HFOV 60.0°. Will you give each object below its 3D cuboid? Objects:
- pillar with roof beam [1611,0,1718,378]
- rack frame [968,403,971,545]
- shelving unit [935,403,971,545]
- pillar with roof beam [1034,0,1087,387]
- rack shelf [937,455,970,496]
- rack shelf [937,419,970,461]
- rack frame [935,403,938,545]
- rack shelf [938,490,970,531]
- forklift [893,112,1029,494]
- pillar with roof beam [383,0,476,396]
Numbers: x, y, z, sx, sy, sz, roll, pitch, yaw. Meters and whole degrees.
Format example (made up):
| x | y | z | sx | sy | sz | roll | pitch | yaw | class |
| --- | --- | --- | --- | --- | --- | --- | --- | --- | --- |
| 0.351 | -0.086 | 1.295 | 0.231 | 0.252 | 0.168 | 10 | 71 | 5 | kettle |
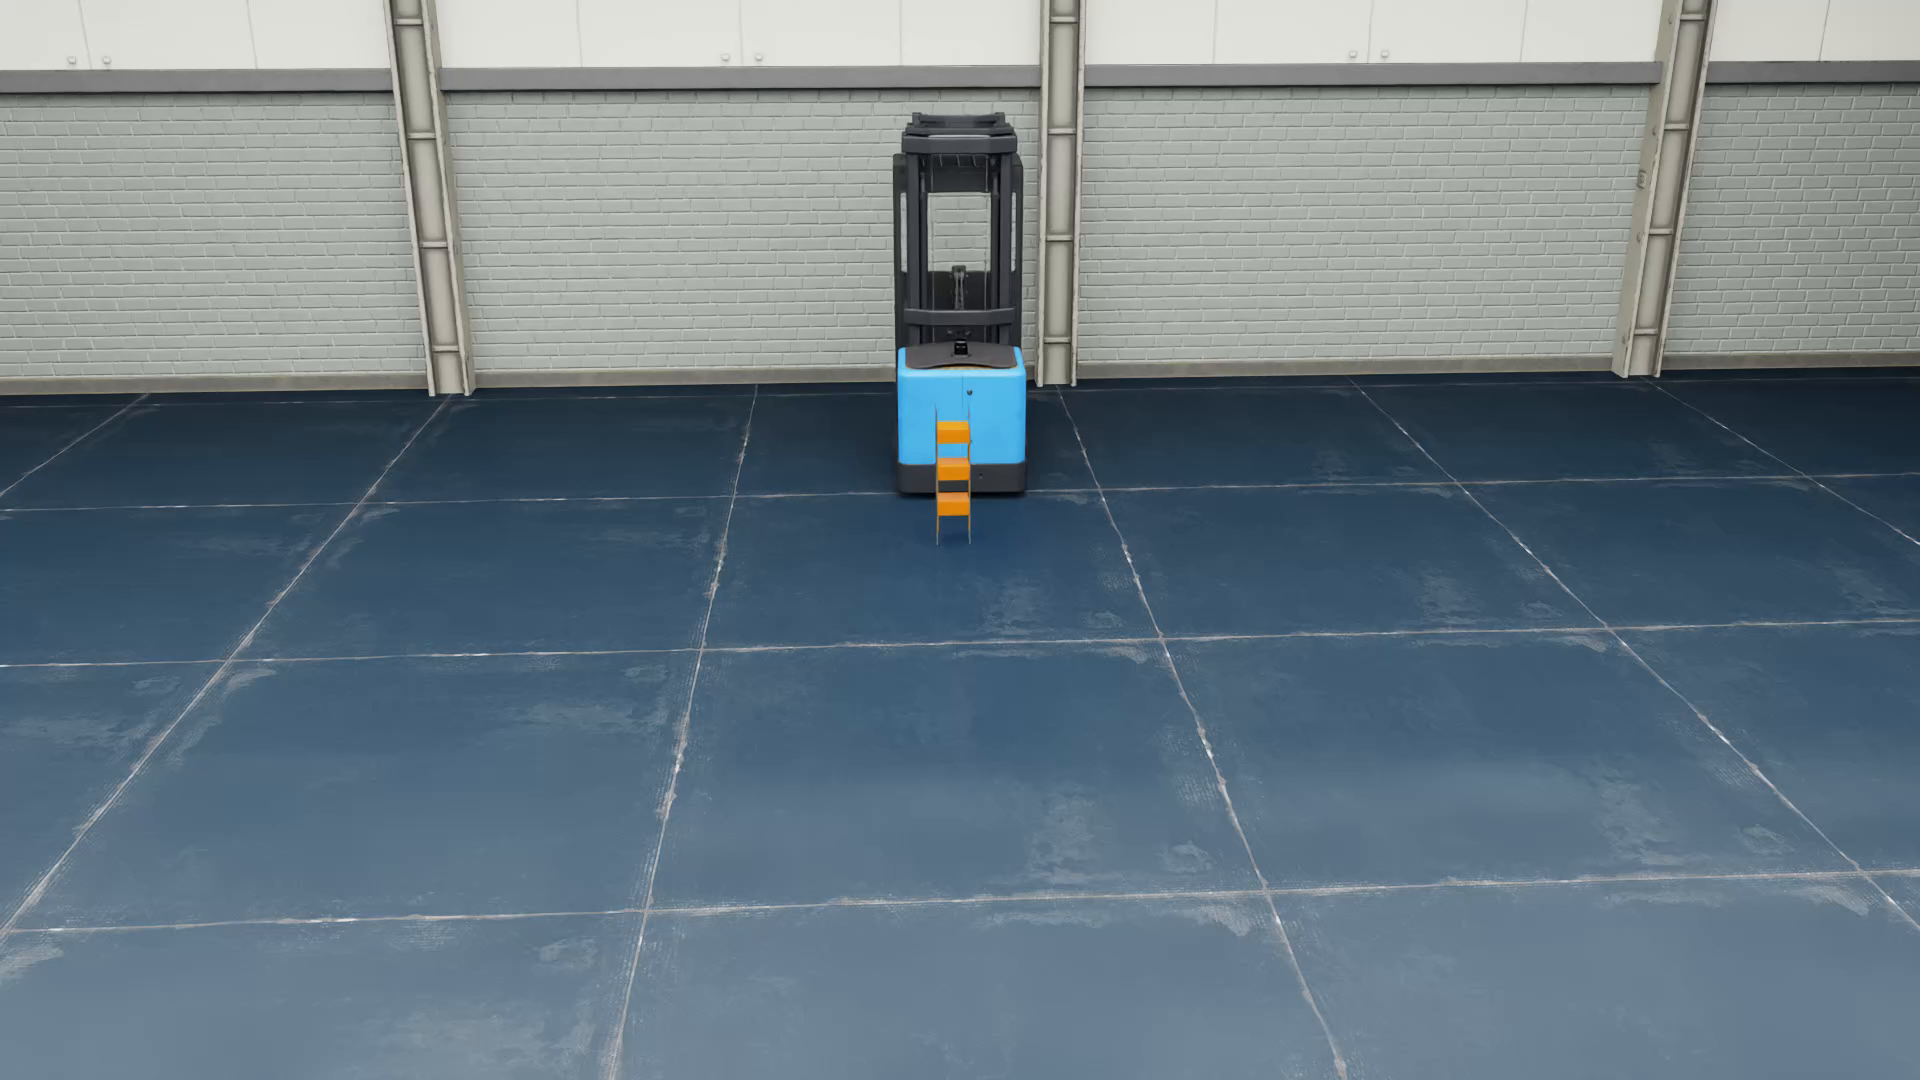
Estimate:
| x | y | z | sx | sy | sz | roll | pitch | yaw | class |
| --- | --- | --- | --- | --- | --- | --- | --- | --- | --- |
| 7.198 | -4.393 | 11.513 | 0.400 | 9.000 | 9.100 | -1 | 21 | -3 | pillar with roof beam |
| 0.068 | -0.492 | 12.438 | 0.008 | 1.050 | 0.200 | -1 | 21 | -3 | rack frame |
| -0.053 | -0.490 | 12.431 | 0.252 | 1.050 | 0.215 | -1 | 21 | -3 | shelving unit |
| 1.208 | -4.271 | 11.193 | 0.400 | 9.000 | 9.100 | -1 | 21 | -3 | pillar with roof beam |
| -0.053 | -0.480 | 12.435 | 0.240 | 0.259 | 0.215 | -1 | 21 | -3 | rack shelf |
| -0.053 | -0.745 | 12.334 | 0.240 | 0.259 | 0.215 | -1 | 21 | -3 | rack shelf |
| -0.175 | -0.487 | 12.425 | 0.008 | 1.050 | 0.200 | -1 | 21 | -3 | rack frame |
| -0.053 | -0.220 | 12.534 | 0.240 | 0.259 | 0.215 | -1 | 21 | -3 | rack shelf |
| -0.022 | -2.211 | 14.309 | 1.130 | 2.935 | 3.031 | -1 | 21 | -2 | forklift |
| -4.782 | -4.150 | 10.873 | 0.400 | 9.000 | 9.100 | -1 | 21 | -3 | pillar with roof beam |
